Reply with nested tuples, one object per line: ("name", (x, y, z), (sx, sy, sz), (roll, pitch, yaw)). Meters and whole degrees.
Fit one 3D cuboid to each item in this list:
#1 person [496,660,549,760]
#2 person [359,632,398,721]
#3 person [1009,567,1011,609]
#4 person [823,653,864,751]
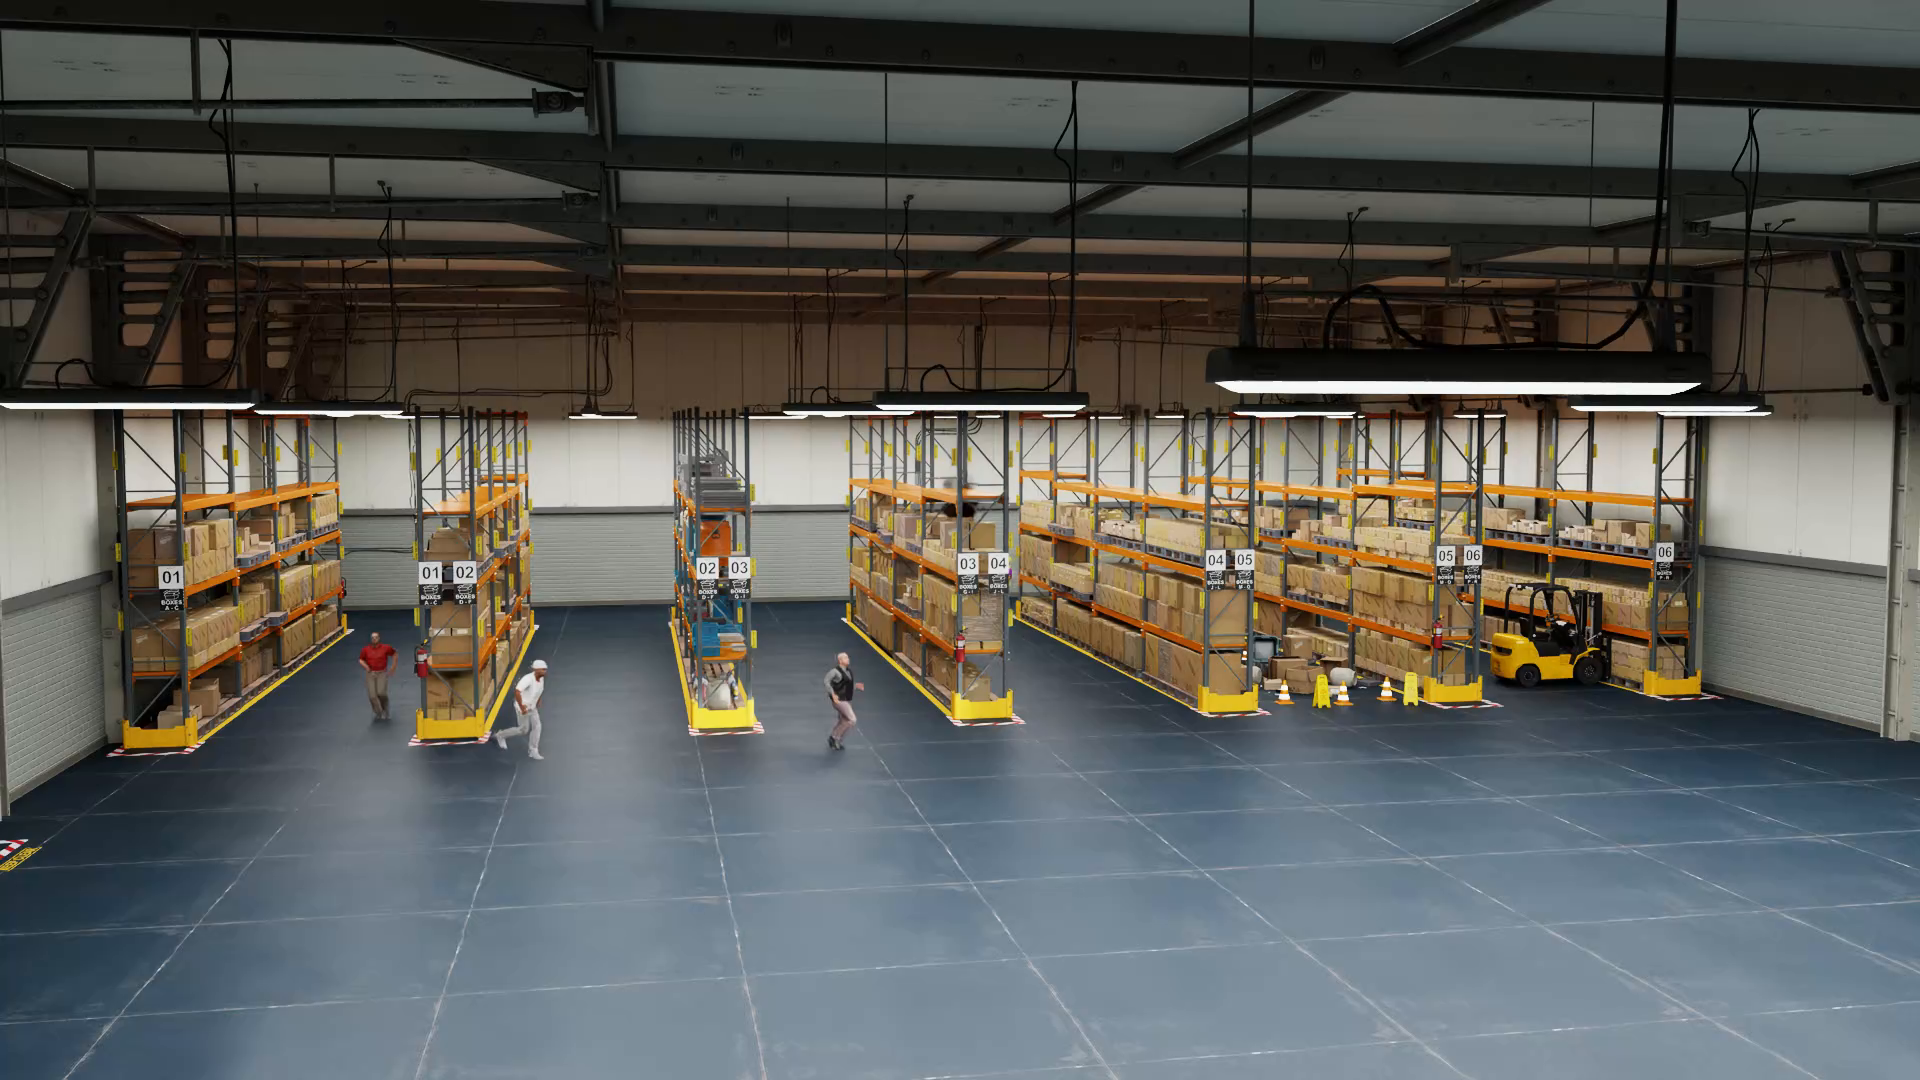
("person", (-7.446, 2.883, 28.335), (0.978, 1.708, 0.708), (1, 4, 9))
("person", (-11.127, 2.618, 31.758), (0.684, 1.723, 0.658), (-1, 4, -10))
("person", (1.239, 1.359, 49.258), (0.706, 1.782, 0.735), (-3, 5, -33))
("person", (-2.001, 2.809, 28.989), (0.645, 1.691, 0.639), (2, 4, 21))
